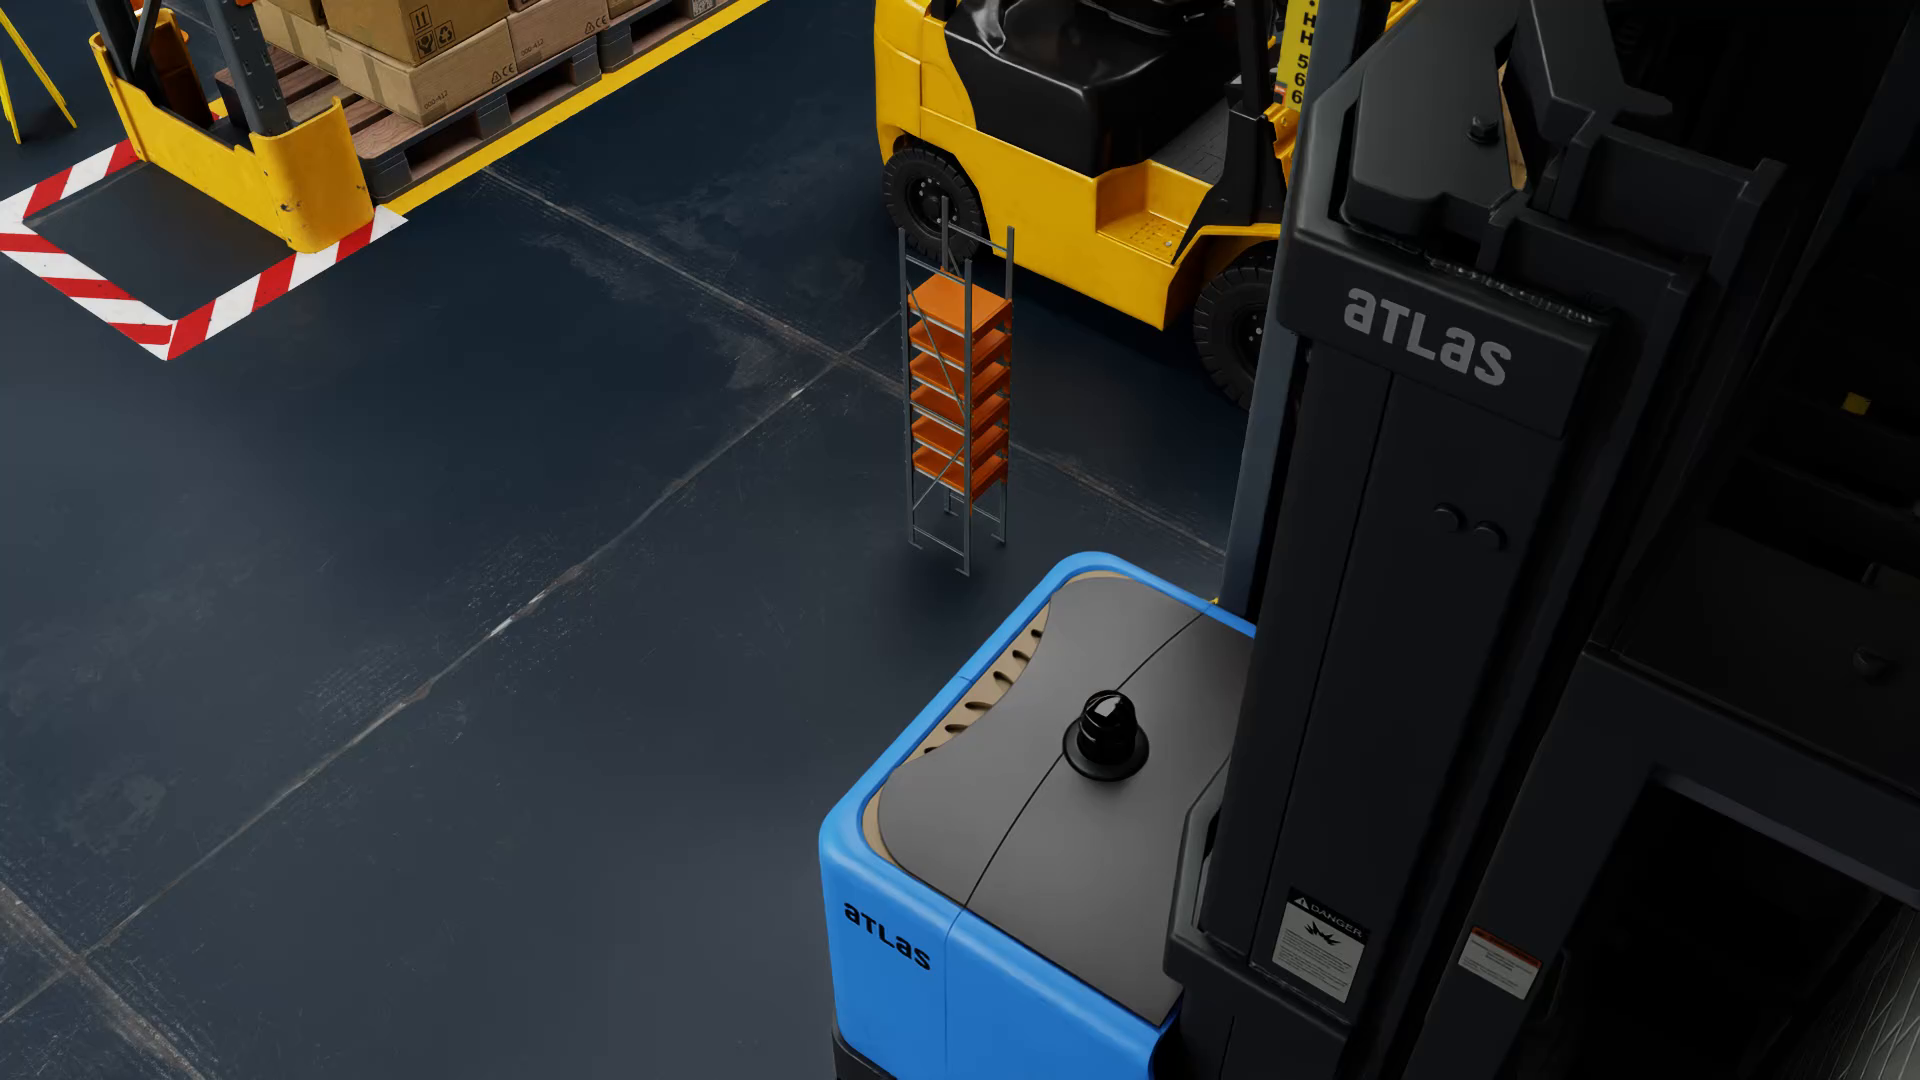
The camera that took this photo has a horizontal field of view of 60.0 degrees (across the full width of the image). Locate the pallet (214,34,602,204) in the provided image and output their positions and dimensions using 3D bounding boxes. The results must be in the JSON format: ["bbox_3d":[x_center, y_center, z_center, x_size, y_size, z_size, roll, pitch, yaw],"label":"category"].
[{"bbox_3d":[-2.285,-1.941,6.958,1.003,0.211,1.213,29,53,25],"label":"pallet"}]

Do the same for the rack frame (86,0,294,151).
[{"bbox_3d":[-2.856,-2.412,5.479,1.000,3.000,0.127,29,53,25],"label":"rack frame"}]

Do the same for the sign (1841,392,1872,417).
[{"bbox_3d":[1.510,-0.297,2.806,0.100,0.325,0.005,29,53,25],"label":"sign"}]

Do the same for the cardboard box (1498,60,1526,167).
[{"bbox_3d":[1.126,-0.879,3.292,0.380,0.149,0.250,29,53,25],"label":"cardboard box"}]

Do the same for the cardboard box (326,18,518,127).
[{"bbox_3d":[-2.144,-1.946,6.646,0.500,0.250,0.500,29,53,25],"label":"cardboard box"}]

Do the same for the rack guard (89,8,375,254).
[{"bbox_3d":[-2.810,-1.592,6.425,1.175,0.500,0.348,29,53,25],"label":"rack guard"}]

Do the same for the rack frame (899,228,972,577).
[{"bbox_3d":[-0.065,-0.354,4.758,0.240,1.200,0.006,29,53,25],"label":"rack frame"}]

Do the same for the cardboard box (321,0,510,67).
[{"bbox_3d":[-2.130,-2.219,6.388,0.500,0.500,0.500,28,52,24],"label":"cardboard box"}]

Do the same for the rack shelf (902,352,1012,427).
[{"bbox_3d":[-0.009,-0.458,4.754,0.258,0.103,0.180,29,53,25],"label":"rack shelf"}]

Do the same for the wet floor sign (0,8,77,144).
[{"bbox_3d":[-3.819,-1.963,6.679,0.232,0.644,0.267,-25,51,-22],"label":"wet floor sign"}]

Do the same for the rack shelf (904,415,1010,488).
[{"bbox_3d":[-0.009,-0.293,4.927,0.258,0.103,0.180,29,53,25],"label":"rack shelf"}]

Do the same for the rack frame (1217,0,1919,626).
[{"bbox_3d":[1.074,-0.219,3.385,1.000,3.000,0.127,29,53,25],"label":"rack frame"}]

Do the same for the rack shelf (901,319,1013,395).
[{"bbox_3d":[-0.009,-0.541,4.667,0.258,0.103,0.180,29,53,25],"label":"rack shelf"}]

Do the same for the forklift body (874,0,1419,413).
[{"bbox_3d":[0.790,-1.818,5.499,2.313,2.155,1.214,29,53,25],"label":"forklift body"}]

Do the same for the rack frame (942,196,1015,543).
[{"bbox_3d":[0.047,-0.459,4.858,0.240,1.200,0.006,29,53,25],"label":"rack frame"}]

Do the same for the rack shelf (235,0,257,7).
[{"bbox_3d":[-1.633,-3.308,6.833,1.077,0.370,4.000,29,53,25],"label":"rack shelf"}]

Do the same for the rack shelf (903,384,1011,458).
[{"bbox_3d":[-0.009,-0.375,4.840,0.258,0.103,0.180,29,53,25],"label":"rack shelf"}]

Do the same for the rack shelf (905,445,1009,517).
[{"bbox_3d":[-0.009,-0.210,5.014,0.258,0.103,0.180,29,53,25],"label":"rack shelf"}]

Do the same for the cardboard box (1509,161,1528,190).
[{"bbox_3d":[1.064,-0.800,3.422,0.380,0.149,0.250,30,53,25],"label":"cardboard box"}]

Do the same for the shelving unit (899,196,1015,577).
[{"bbox_3d":[-0.009,-0.406,4.808,0.258,1.200,0.189,29,53,25],"label":"shelving unit"}]

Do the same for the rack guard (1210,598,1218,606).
[{"bbox_3d":[1.059,0.658,4.276,1.175,0.500,0.348,29,53,25],"label":"rack guard"}]

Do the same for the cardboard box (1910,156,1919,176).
[{"bbox_3d":[1.661,-0.803,3.219,0.380,0.149,0.250,31,54,26],"label":"cardboard box"}]

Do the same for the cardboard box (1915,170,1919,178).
[{"bbox_3d":[1.898,-0.723,3.797,0.500,0.500,0.500,31,54,26],"label":"cardboard box"}]

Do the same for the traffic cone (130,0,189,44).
[{"bbox_3d":[-3.614,-2.352,7.177,0.336,0.463,0.334,29,53,25],"label":"traffic cone"}]

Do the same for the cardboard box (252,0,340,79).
[{"bbox_3d":[-2.560,-2.202,6.890,0.500,0.250,0.500,29,53,25],"label":"cardboard box"}]

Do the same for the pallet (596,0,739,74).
[{"bbox_3d":[-1.539,-2.636,7.622,1.003,0.211,1.213,29,53,25],"label":"pallet"}]

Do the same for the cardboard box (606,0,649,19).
[{"bbox_3d":[-1.502,-2.553,7.225,0.500,0.250,0.500,33,54,27],"label":"cardboard box"}]

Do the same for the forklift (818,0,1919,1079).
[{"bbox_3d":[1.200,0.633,2.618,3.031,2.935,1.130,27,52,24],"label":"forklift"}]

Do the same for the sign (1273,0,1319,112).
[{"bbox_3d":[0.653,-0.949,3.118,0.100,0.325,0.005,29,53,25],"label":"sign"}]

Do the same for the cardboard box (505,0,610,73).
[{"bbox_3d":[-1.826,-2.235,6.922,0.500,0.250,0.500,31,54,26],"label":"cardboard box"}]

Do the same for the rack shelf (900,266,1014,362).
[{"bbox_3d":[-0.009,-0.624,4.580,0.258,0.103,0.180,29,53,25],"label":"rack shelf"}]

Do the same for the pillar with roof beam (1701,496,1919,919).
[{"bbox_3d":[-1.194,-4.195,3.034,9.100,9.000,0.400,29,53,25],"label":"pillar with roof beam"}]

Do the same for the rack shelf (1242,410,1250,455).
[{"bbox_3d":[2.297,-1.115,4.739,1.077,0.370,4.000,29,53,25],"label":"rack shelf"}]

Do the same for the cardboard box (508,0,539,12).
[{"bbox_3d":[-1.814,-2.520,6.676,0.500,0.500,0.500,27,52,24],"label":"cardboard box"}]

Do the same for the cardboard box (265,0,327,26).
[{"bbox_3d":[-2.573,-2.440,6.599,0.500,0.500,0.500,30,53,25],"label":"cardboard box"}]
